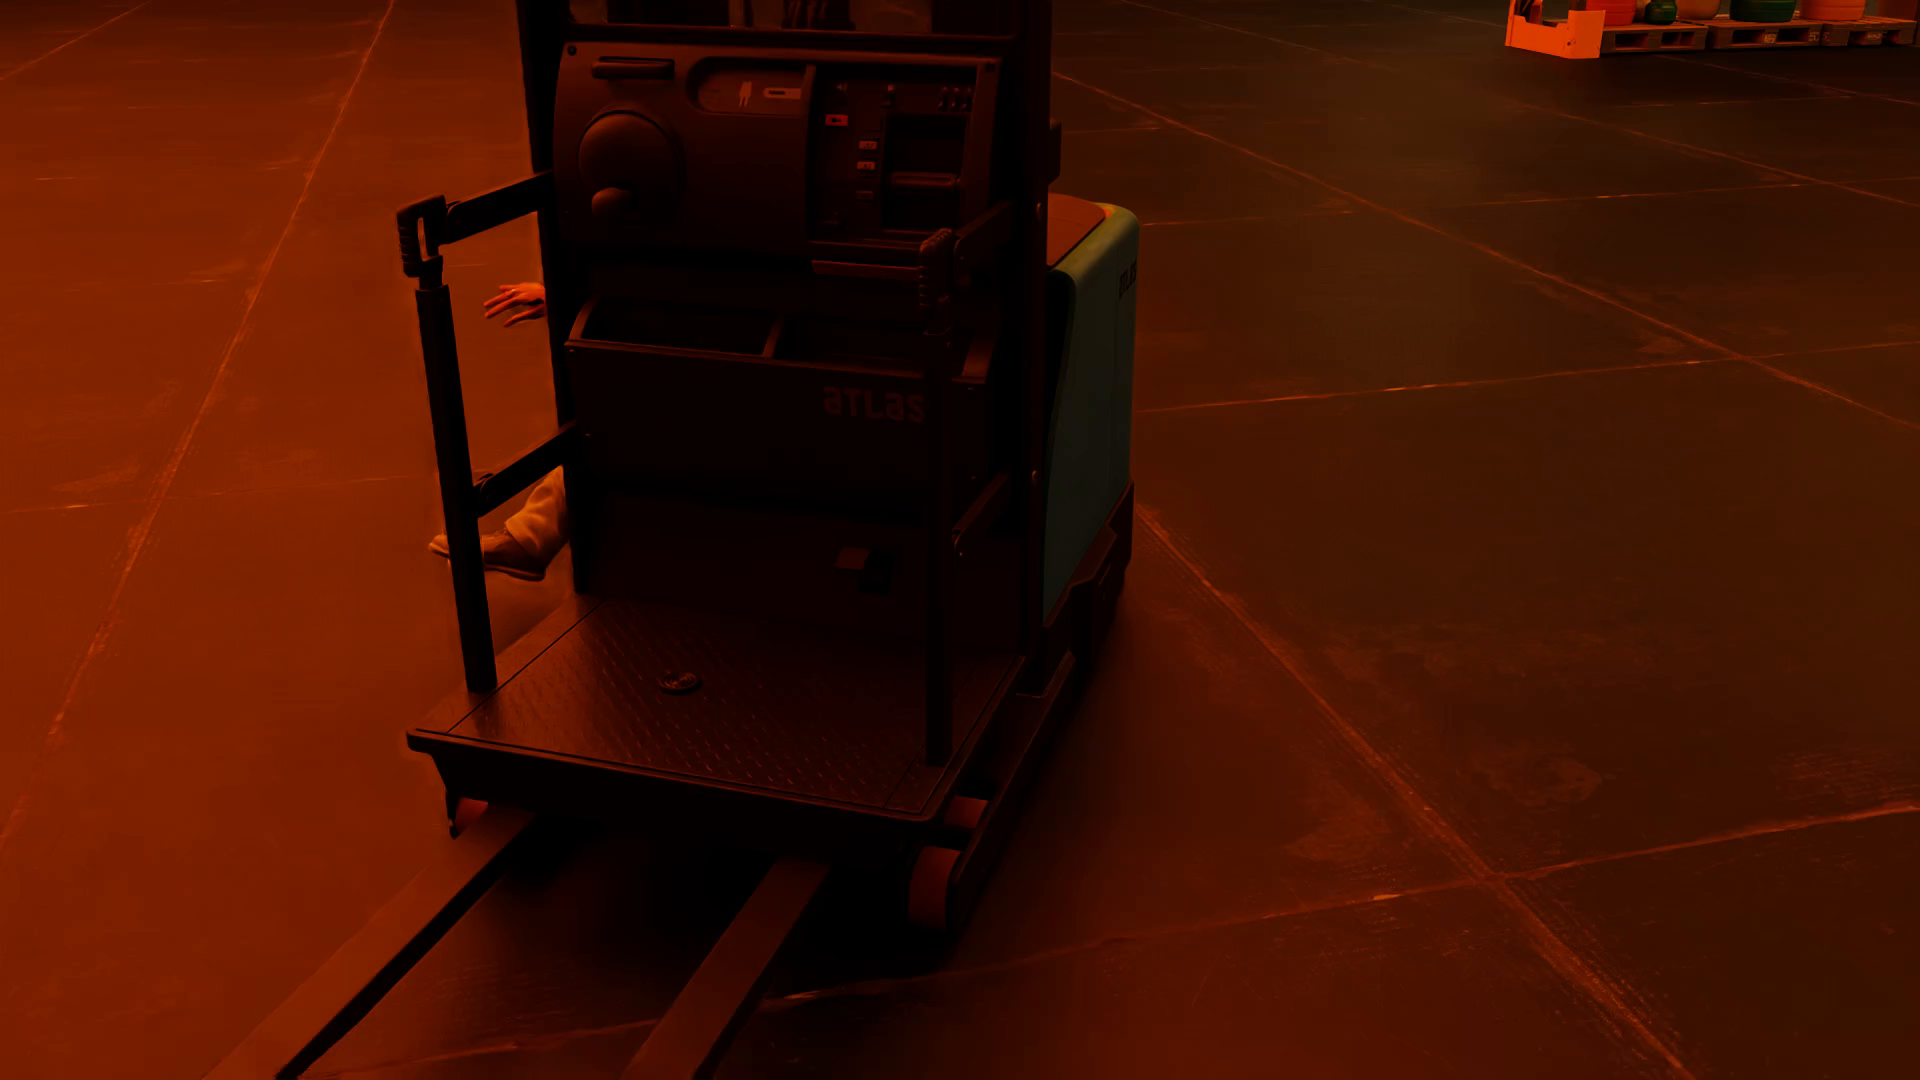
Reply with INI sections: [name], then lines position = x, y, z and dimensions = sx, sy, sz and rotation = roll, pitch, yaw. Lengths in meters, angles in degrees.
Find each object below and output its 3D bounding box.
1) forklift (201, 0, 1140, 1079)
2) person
[forklift]
position = -0.434, -0.757, 3.090
dimensions = 1.130, 2.935, 3.031
rotation = 7, 24, 16
[person]
position = -0.819, -0.519, 4.195
dimensions = 1.046, 1.530, 0.989
rotation = -11, 25, -24
